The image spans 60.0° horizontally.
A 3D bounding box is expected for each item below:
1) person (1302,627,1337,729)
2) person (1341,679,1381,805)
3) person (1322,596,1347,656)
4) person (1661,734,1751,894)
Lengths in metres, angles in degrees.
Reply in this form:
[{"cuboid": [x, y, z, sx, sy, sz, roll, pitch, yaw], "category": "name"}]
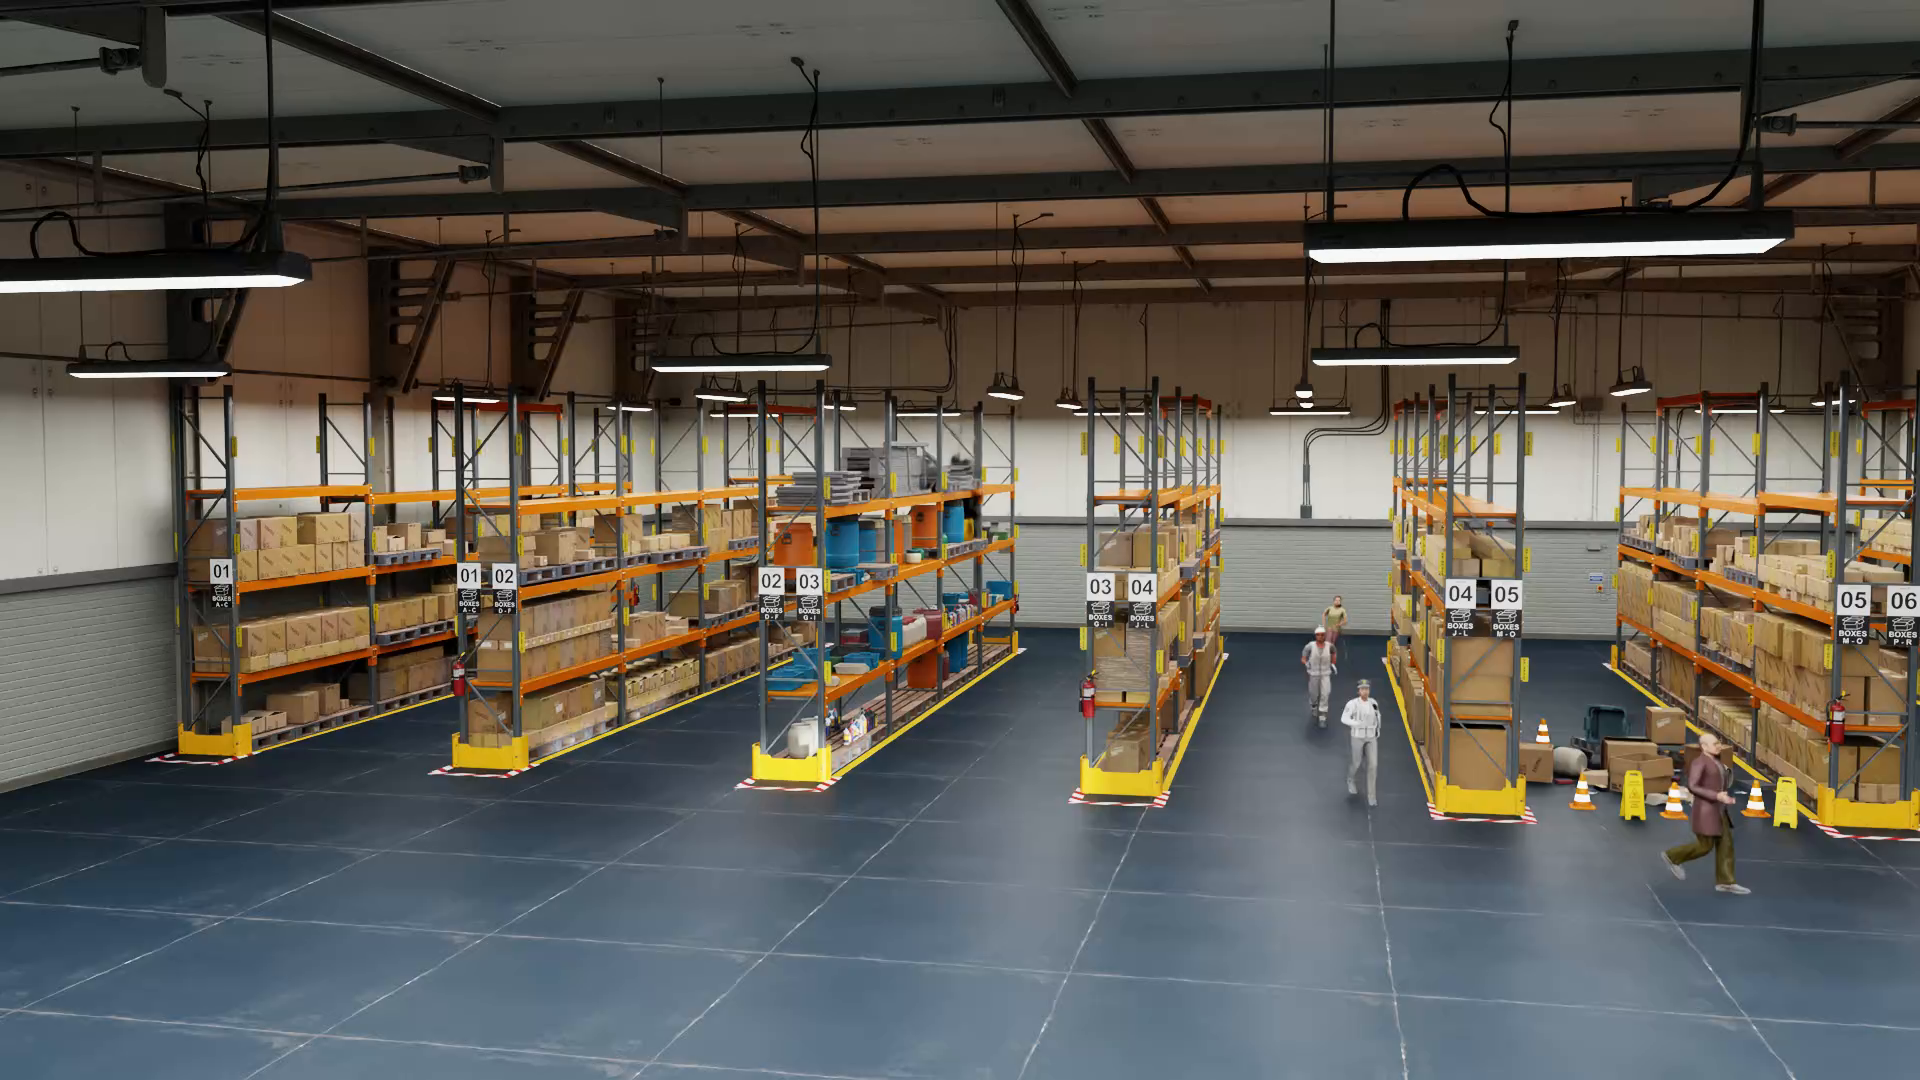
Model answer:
[{"cuboid": [6.454, 2.433, 29.865, 0.635, 1.778, 0.984, 0, 3, 9], "category": "person"}, {"cuboid": [5.707, 2.833, 23.584, 0.611, 1.739, 0.799, 0, 3, -1], "category": "person"}, {"cuboid": [8.496, 2.066, 37.783, 0.585, 1.605, 0.614, 1, 3, 17], "category": "person"}, {"cuboid": [8.408, 3.094, 18.702, 0.721, 1.666, 0.978, -3, 4, -40], "category": "person"}]
